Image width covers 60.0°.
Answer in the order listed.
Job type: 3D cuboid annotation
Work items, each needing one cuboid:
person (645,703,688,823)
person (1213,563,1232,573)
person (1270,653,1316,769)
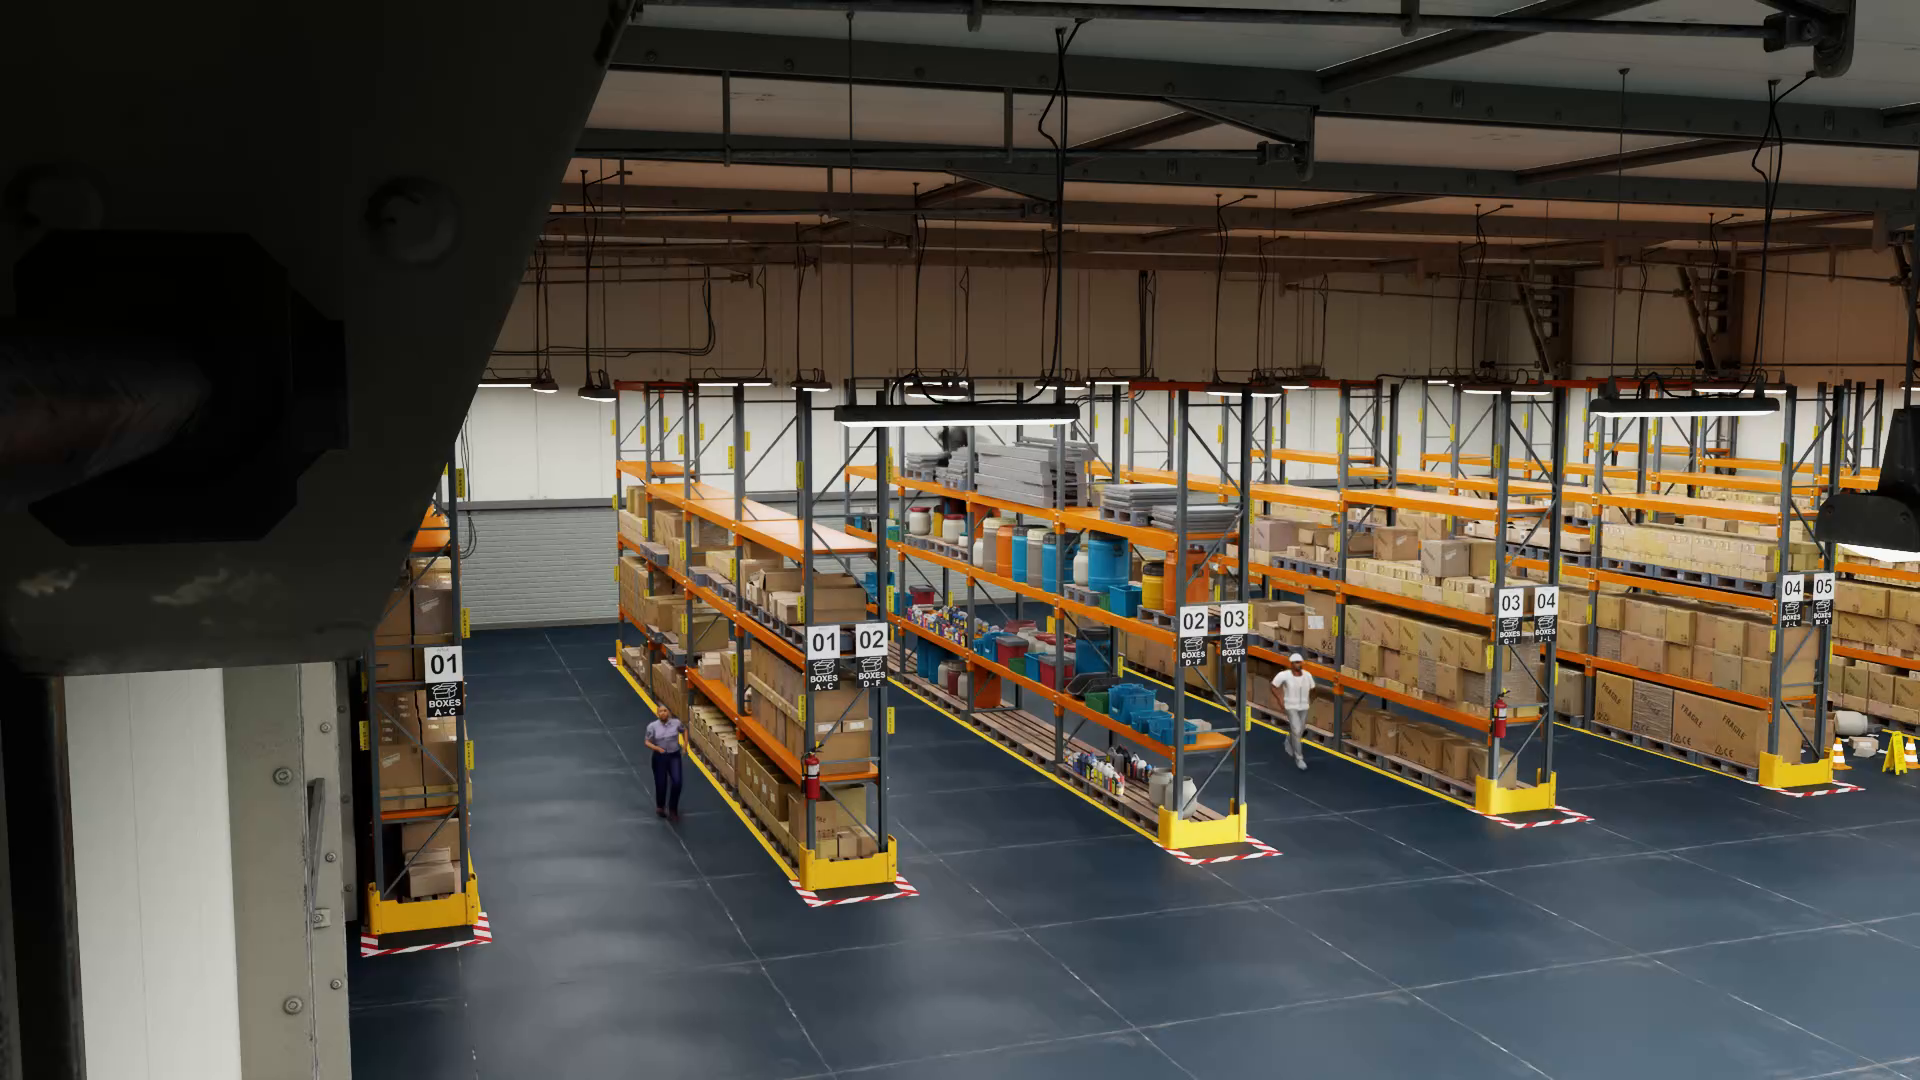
[{"bbox_3d":[-4.075,3.102,23.154,0.610,1.656,0.686,-2,6,-14],"label":"person"},{"bbox_3d":[6.365,1.159,40.624,0.912,1.786,0.704,-6,8,-43],"label":"person"},{"bbox_3d":[5.309,2.664,26.324,0.704,1.766,0.896,-2,6,-16],"label":"person"}]
